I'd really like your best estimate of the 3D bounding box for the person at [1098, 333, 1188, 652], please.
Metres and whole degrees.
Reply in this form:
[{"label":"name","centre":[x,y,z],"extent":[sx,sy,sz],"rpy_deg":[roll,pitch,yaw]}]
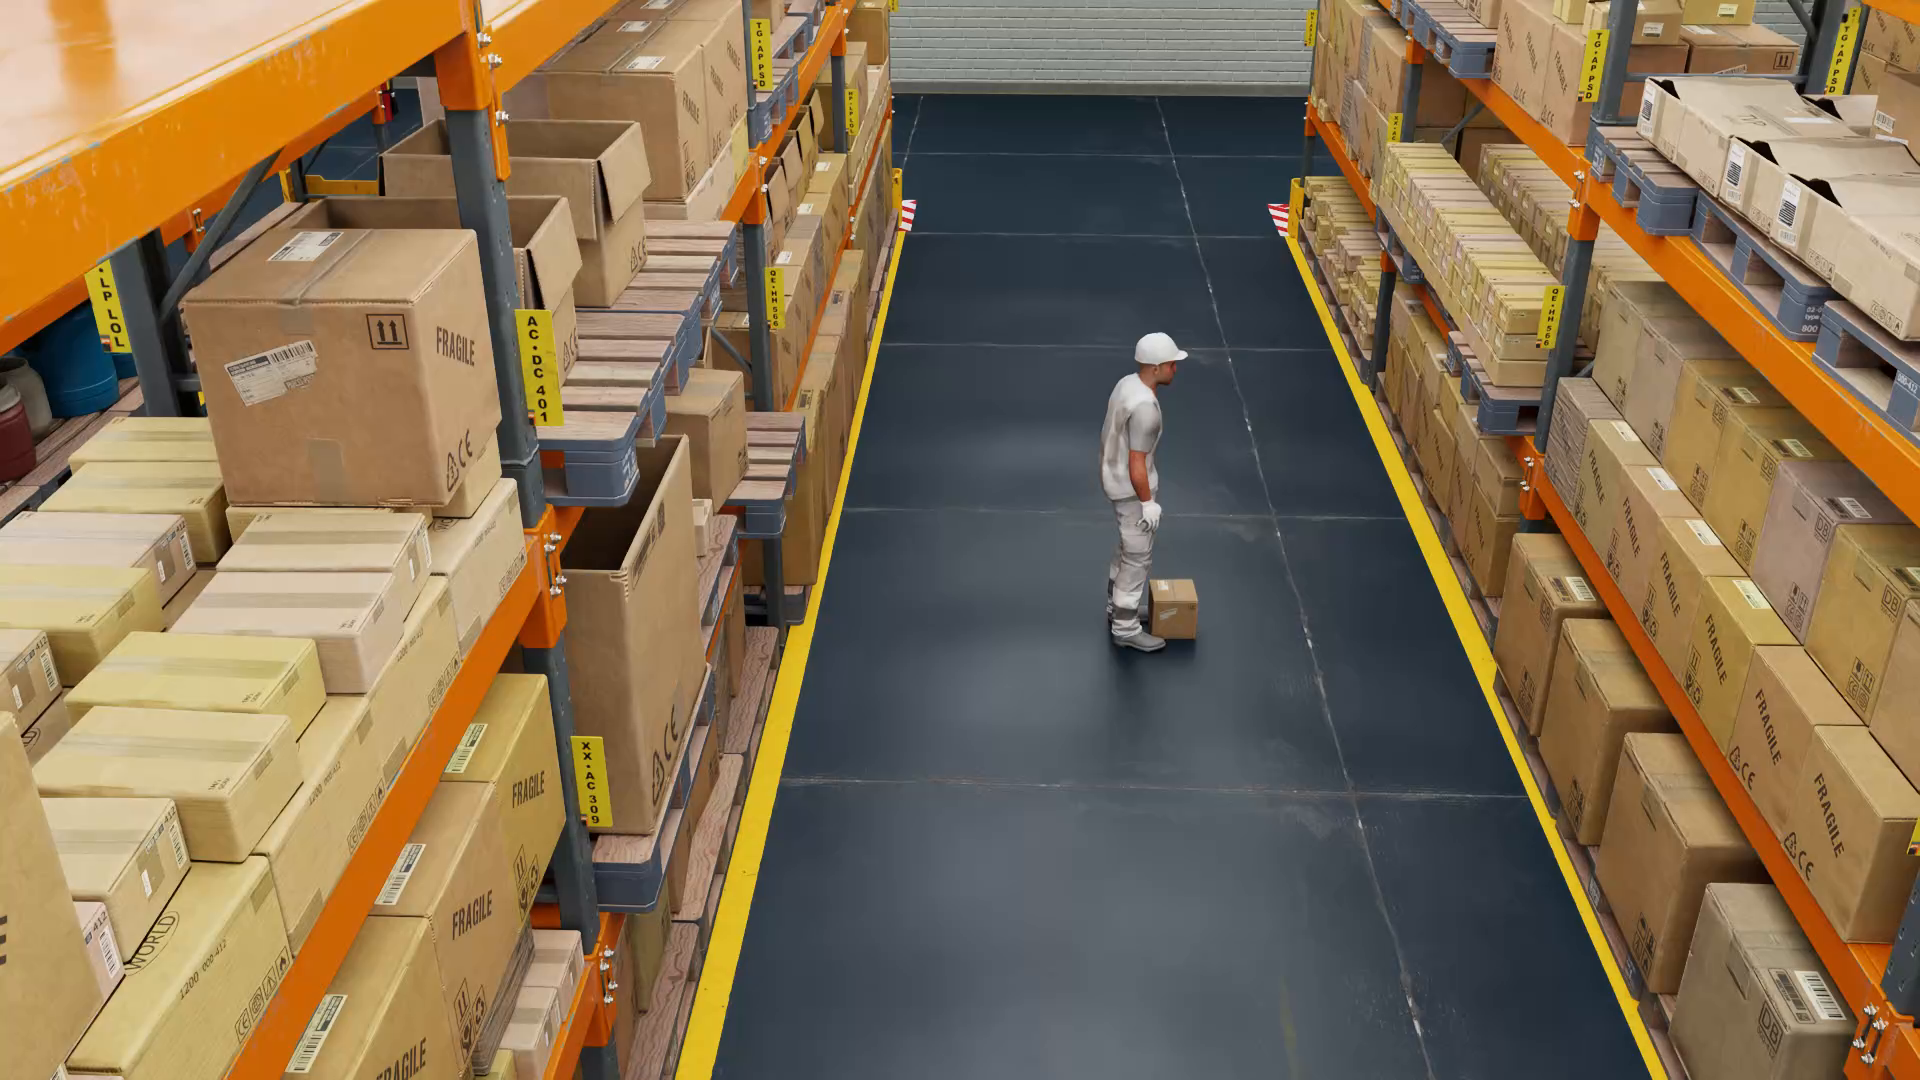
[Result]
[{"label":"person","centre":[0.985,-0.287,9.149],"extent":[0.446,1.781,0.623],"rpy_deg":[0,28,0]}]
